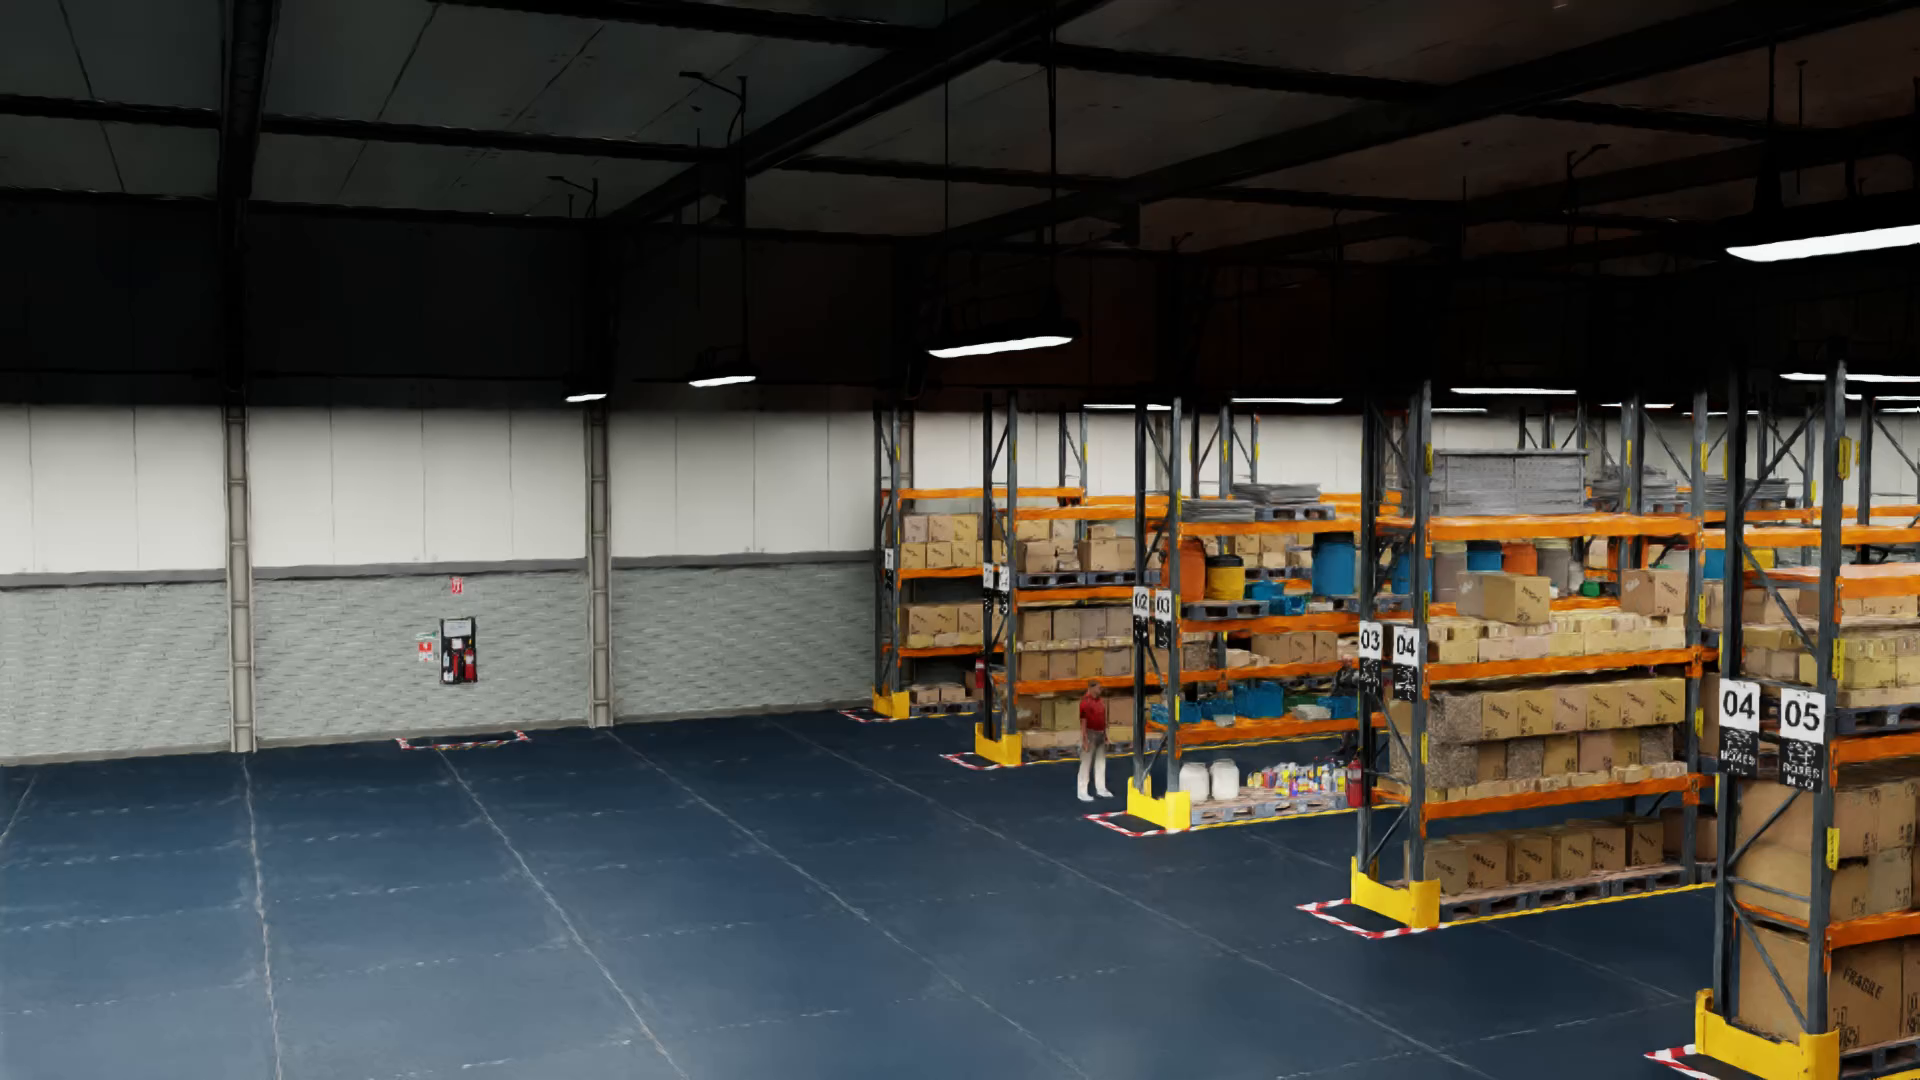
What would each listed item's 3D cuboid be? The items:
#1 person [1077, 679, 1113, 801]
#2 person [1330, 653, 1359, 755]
[{"bbox_3d":[1.970,2.883,24.128,0.449,1.737,0.593,2,4,34],"label":"person"},{"bbox_3d":[6.447,2.713,27.675,1.026,1.664,0.538,-2,4,-32],"label":"person"}]
